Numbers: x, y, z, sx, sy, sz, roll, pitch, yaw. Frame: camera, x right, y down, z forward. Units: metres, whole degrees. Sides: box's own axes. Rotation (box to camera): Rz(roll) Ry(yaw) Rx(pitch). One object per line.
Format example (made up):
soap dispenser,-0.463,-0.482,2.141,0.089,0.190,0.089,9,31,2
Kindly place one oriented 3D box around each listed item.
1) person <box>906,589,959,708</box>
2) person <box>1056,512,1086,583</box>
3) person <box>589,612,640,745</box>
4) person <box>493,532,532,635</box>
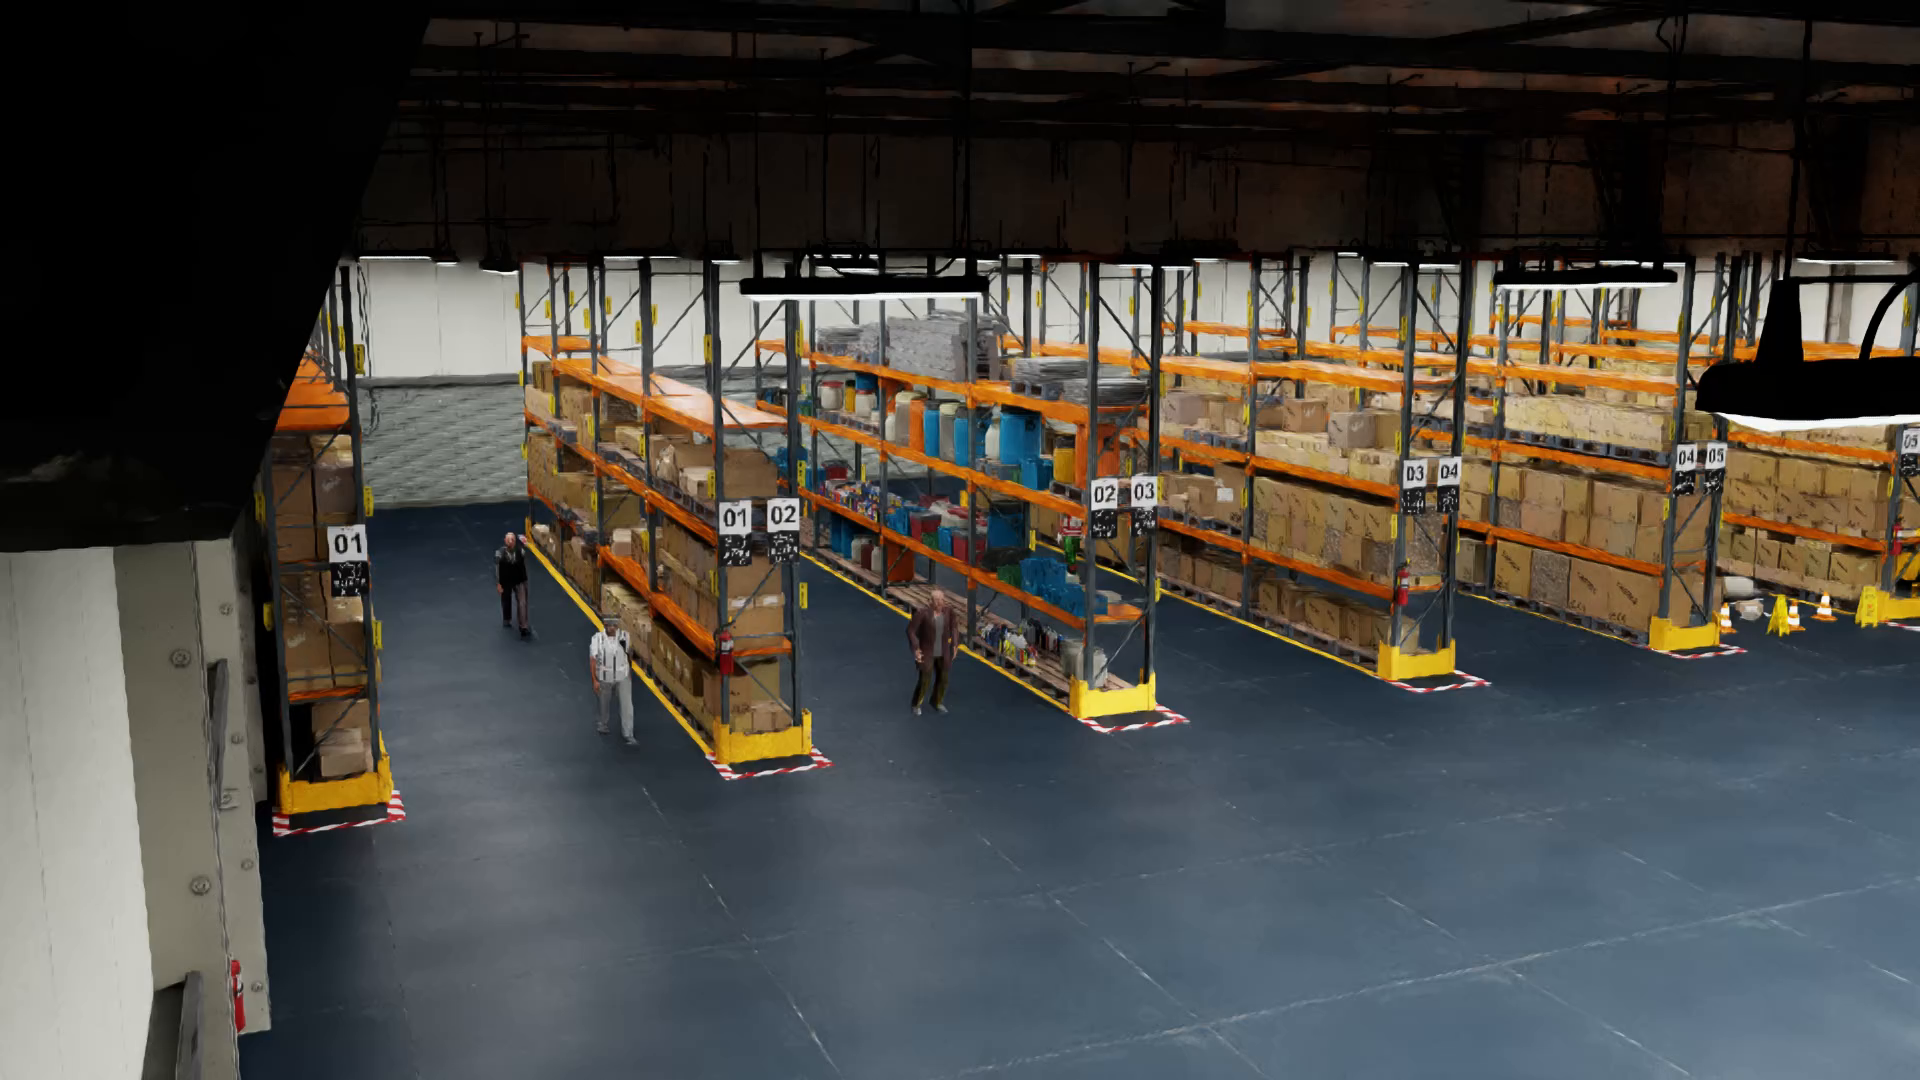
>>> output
person,-0.369,1.456,22.150,0.729,1.680,0.538,-5,11,-24
person,2.114,-0.089,30.696,0.550,1.709,1.128,-5,11,-24
person,-4.391,1.707,20.966,0.542,1.675,1.126,-4,11,-20
person,-7.203,0.678,26.702,0.543,1.648,1.115,-4,11,-20
